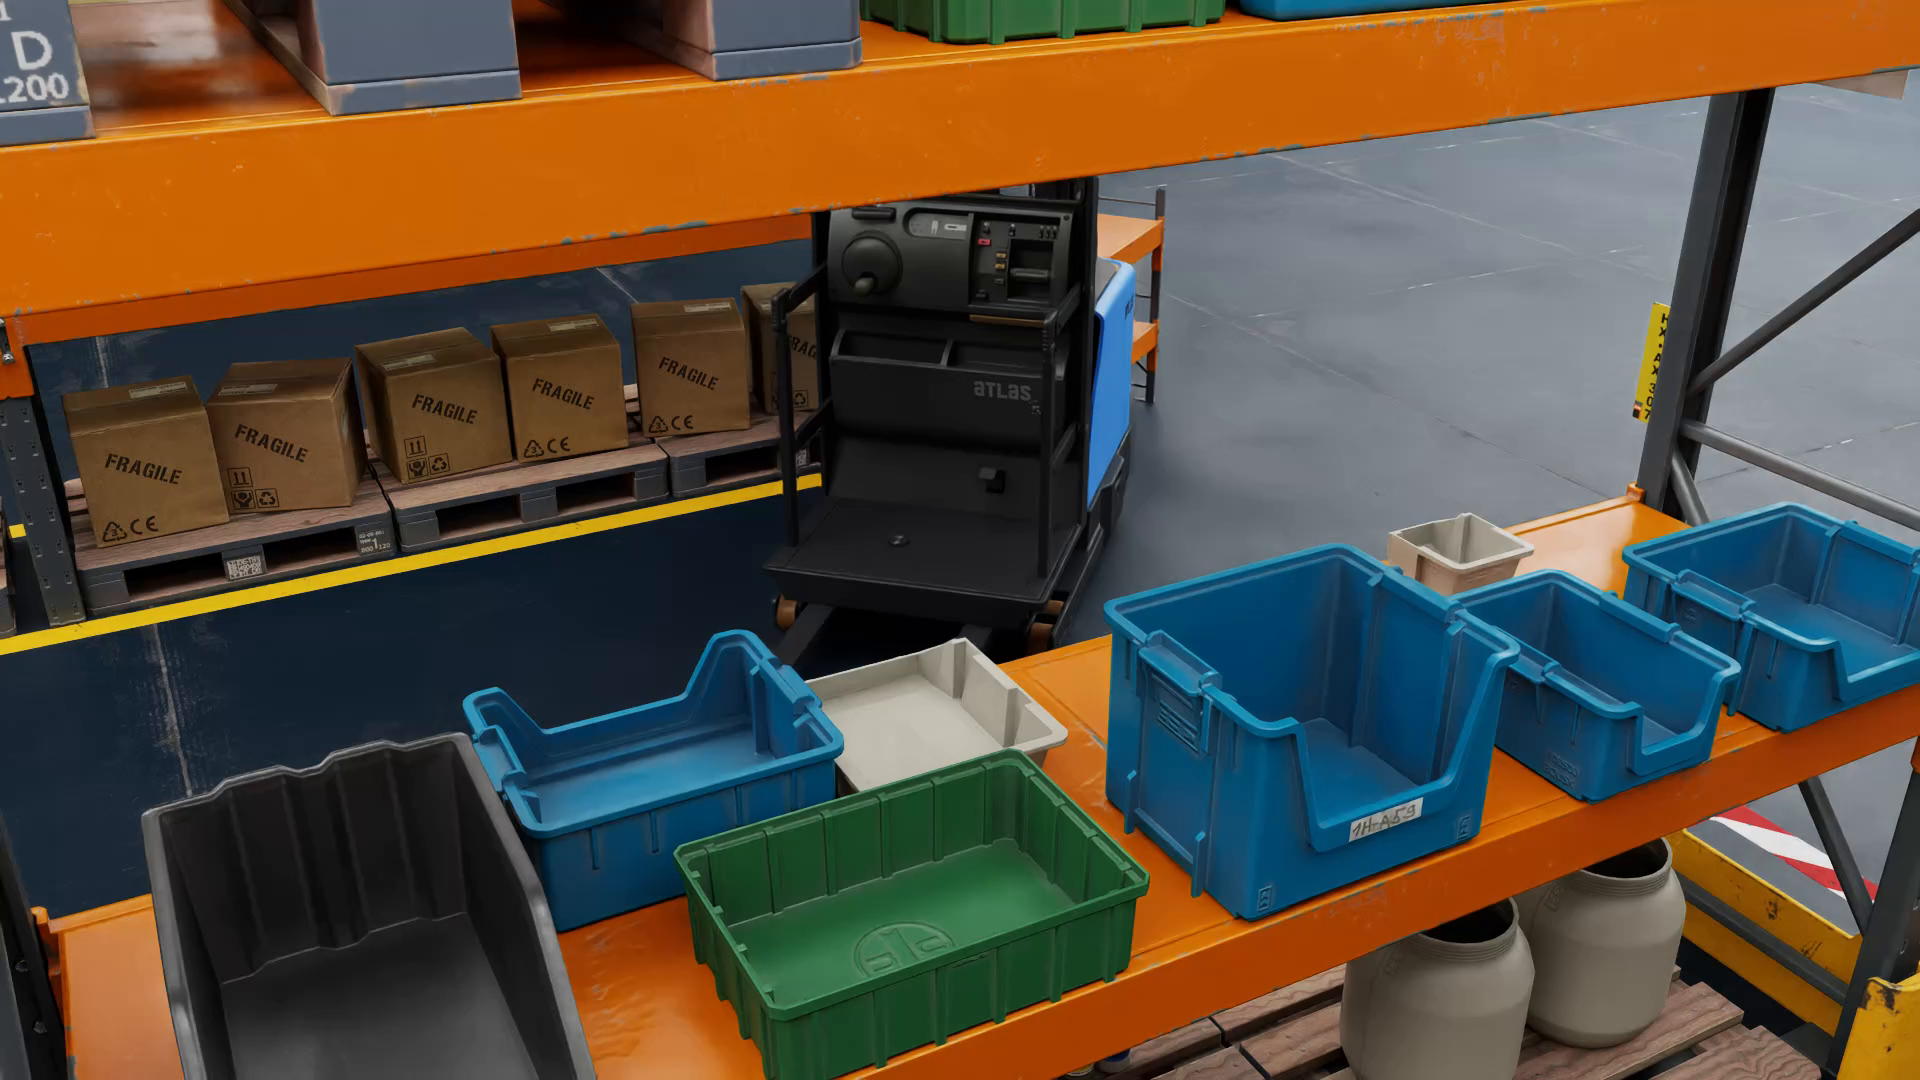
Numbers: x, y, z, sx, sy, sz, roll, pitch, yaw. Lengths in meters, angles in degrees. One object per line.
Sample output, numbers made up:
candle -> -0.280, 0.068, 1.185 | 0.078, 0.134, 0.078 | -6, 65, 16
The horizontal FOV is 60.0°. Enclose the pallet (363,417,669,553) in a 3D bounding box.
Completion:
pallet -> -2.090, -0.349, 7.733 | 1.213, 0.211, 1.003 | -13, 29, -25

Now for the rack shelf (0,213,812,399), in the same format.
rack shelf -> -1.979, -1.289, 7.300 | 4.000, 0.370, 1.077 | -13, 29, -25

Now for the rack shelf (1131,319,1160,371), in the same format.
rack shelf -> 0.576, -0.864, 8.316 | 0.538, 0.278, 1.000 | 12, 28, 23

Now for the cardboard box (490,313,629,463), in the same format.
cardboard box -> -1.846, -0.707, 7.660 | 0.500, 0.500, 0.500 | -10, 27, -20

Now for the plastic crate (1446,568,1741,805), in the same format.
plastic crate -> 1.240, 0.284, 3.364 | 0.408, 0.251, 0.499 | -13, 29, -25

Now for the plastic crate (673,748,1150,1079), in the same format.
plastic crate -> -0.083, 0.613, 2.753 | 0.662, 0.188, 0.450 | -13, 29, -25

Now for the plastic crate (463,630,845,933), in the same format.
plastic crate -> -0.565, 0.424, 3.074 | 0.616, 0.251, 0.499 | -13, 29, -25

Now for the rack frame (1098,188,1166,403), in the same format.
rack frame -> 0.797, -1.283, 8.622 | 0.500, 1.125, 0.032 | 12, 28, 23

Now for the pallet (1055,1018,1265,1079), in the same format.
pallet -> 0.277, 1.572, 3.732 | 1.213, 0.211, 1.003 | -13, 29, -25

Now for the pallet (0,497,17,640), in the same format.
pallet -> -4.430, 0.210, 6.568 | 1.213, 0.211, 1.003 | -13, 29, -25

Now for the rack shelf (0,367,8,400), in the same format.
rack shelf -> -5.509, -0.474, 5.603 | 4.000, 0.370, 1.077 | -13, 29, -25

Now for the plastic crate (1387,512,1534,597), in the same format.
plastic crate -> 1.175, 0.049, 3.986 | 0.250, 0.136, 0.298 | -13, 29, -25

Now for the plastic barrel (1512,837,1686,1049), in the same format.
plastic barrel -> 1.571, 0.967, 4.160 | 0.421, 0.512, 0.421 | 0, 26, 0

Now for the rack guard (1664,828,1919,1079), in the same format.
rack guard -> 2.071, 1.031, 4.524 | 0.348, 0.500, 1.175 | -13, 29, -25

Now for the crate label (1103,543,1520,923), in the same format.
crate label -> 0.619, 0.333, 3.049 | 0.616, 0.435, 0.502 | -13, 29, -25

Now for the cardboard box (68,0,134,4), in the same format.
cardboard box -> -3.227, -1.830, 5.982 | 0.500, 0.500, 0.500 | -13, 29, -25

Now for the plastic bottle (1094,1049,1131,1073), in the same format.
plastic bottle -> 0.370, 1.153, 4.027 | 0.097, 0.271, 0.097 | 0, 26, 0

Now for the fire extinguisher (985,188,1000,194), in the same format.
fire extinguisher -> 0.103, -1.833, 7.691 | 0.183, 0.674, 0.296 | -13, 29, -25

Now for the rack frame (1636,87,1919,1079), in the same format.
rack frame -> 2.116, -0.129, 4.053 | 0.127, 3.000, 1.000 | -13, 29, -25

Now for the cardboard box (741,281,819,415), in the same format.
cardboard box -> -0.773, -0.962, 8.191 | 0.500, 0.500, 0.500 | -8, 27, -16

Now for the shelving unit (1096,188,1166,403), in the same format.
shelving unit -> 0.576, -1.085, 8.210 | 0.538, 1.125, 1.048 | 12, 28, 23

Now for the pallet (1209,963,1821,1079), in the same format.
pallet -> 1.352, 1.325, 4.246 | 1.213, 0.211, 1.003 | -13, 29, -25

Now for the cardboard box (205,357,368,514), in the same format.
cardboard box -> -2.870, -0.454, 7.133 | 0.500, 0.500, 0.500 | -4, 26, -9

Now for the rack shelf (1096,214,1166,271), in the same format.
rack shelf -> 0.576, -1.349, 8.083 | 0.538, 0.278, 1.000 | 12, 28, 23

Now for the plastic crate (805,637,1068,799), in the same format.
plastic crate -> -0.100, 0.377, 3.303 | 0.437, 0.136, 0.530 | -13, 29, -25

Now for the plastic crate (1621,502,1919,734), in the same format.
plastic crate -> 1.815, 0.154, 3.635 | 0.616, 0.251, 0.499 | -13, 29, -25

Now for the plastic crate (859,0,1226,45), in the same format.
plastic crate -> 0.107, -0.788, 2.205 | 0.450, 0.188, 0.336 | -13, 29, -25

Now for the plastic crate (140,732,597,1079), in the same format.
plastic crate -> -0.892, 0.656, 2.490 | 0.504, 0.338, 0.767 | -13, 29, -25

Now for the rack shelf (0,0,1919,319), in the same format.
rack shelf -> 0.351, -0.749, 2.711 | 4.000, 0.370, 1.077 | -13, 29, -25

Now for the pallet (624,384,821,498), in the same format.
pallet -> -1.015, -0.596, 8.247 | 1.213, 0.211, 1.003 | -13, 29, -25

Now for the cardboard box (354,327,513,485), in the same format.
cardboard box -> -2.360, -0.610, 7.459 | 0.500, 0.500, 0.500 | -16, 30, -30

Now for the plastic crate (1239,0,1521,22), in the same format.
plastic crate -> 0.575, -0.971, 2.359 | 0.575, 0.384, 0.392 | -13, 29, -25

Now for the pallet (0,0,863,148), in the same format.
pallet -> -0.823, -0.766, 2.131 | 1.003, 0.211, 1.213 | -13, 29, -25

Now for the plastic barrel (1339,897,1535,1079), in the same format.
plastic barrel -> 1.129, 1.069, 3.948 | 0.421, 0.512, 0.421 | 0, 26, 0

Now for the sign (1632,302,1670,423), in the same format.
sign -> 1.861, -0.465, 4.432 | 0.005, 0.325, 0.100 | -13, 29, -25

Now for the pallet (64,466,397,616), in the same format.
pallet -> -3.168, -0.099, 7.212 | 1.213, 0.211, 1.003 | -13, 29, -25

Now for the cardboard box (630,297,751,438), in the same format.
cardboard box -> -1.285, -0.827, 7.910 | 0.500, 0.500, 0.500 | -6, 26, -12

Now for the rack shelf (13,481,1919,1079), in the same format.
rack shelf -> 0.351, 0.603, 3.360 | 4.000, 0.370, 1.077 | -13, 29, -25

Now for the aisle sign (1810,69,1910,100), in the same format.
aisle sign -> 2.042, -1.427, 3.754 | 0.004, 0.787, 0.394 | -13, 29, -25

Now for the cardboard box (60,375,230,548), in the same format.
cardboard box -> -3.372, -0.334, 6.884 | 0.500, 0.500, 0.500 | -14, 29, -27

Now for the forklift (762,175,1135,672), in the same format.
forklift -> -0.097, -1.033, 6.016 | 1.130, 2.935, 3.031 | 7, 26, 14

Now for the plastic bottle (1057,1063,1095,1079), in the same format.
plastic bottle -> 0.278, 1.206, 3.998 | 0.097, 0.201, 0.097 | 0, 26, 0

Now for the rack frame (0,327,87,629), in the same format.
rack frame -> -3.744, -1.206, 6.296 | 0.127, 3.000, 1.000 | -13, 29, -25
